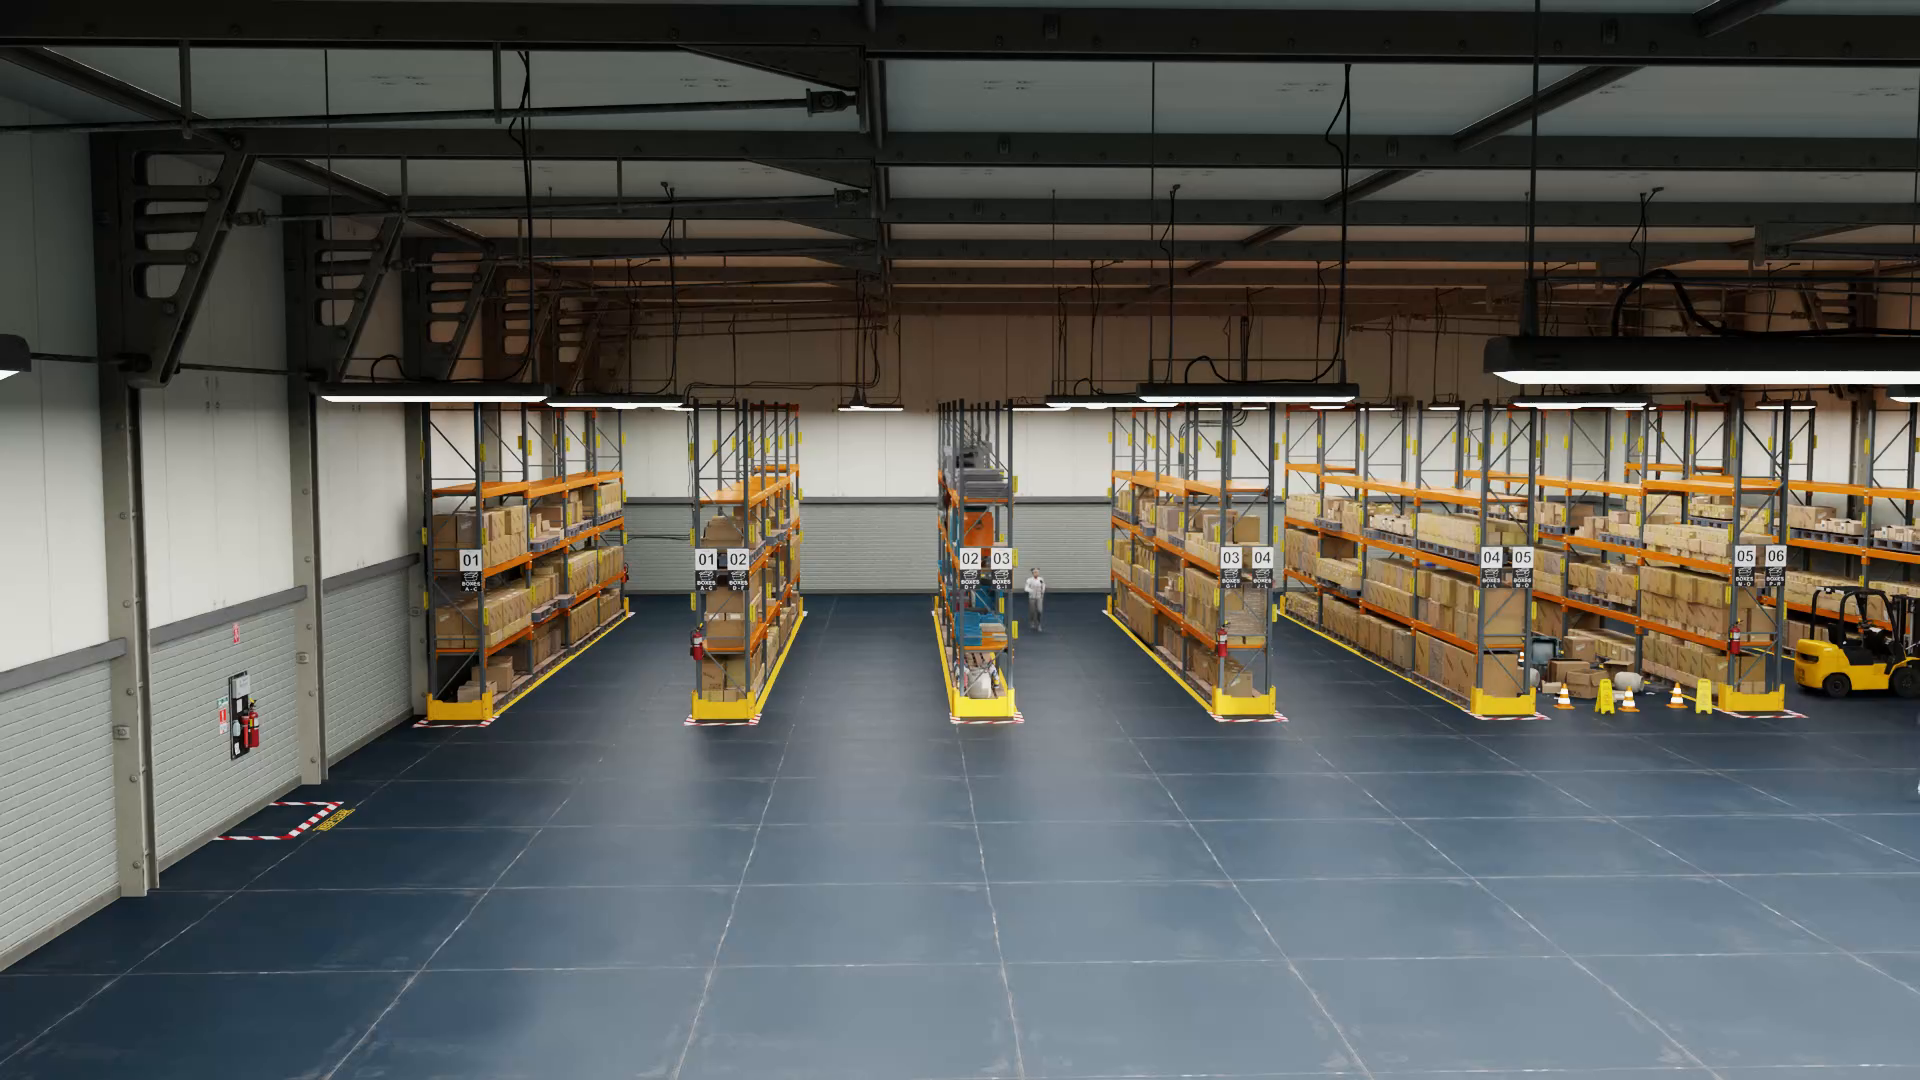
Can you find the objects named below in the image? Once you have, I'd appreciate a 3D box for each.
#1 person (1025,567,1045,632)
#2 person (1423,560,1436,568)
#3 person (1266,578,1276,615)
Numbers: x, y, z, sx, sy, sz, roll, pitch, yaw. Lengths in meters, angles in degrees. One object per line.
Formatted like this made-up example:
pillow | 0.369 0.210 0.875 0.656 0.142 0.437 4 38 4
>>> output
person | 1.986 1.563 43.796 0.556 1.725 0.770 0 4 -3
person | 13.962 1.163 49.263 0.748 1.700 0.586 0 4 4
person | 8.114 1.510 44.462 0.667 1.730 0.733 1 4 7
